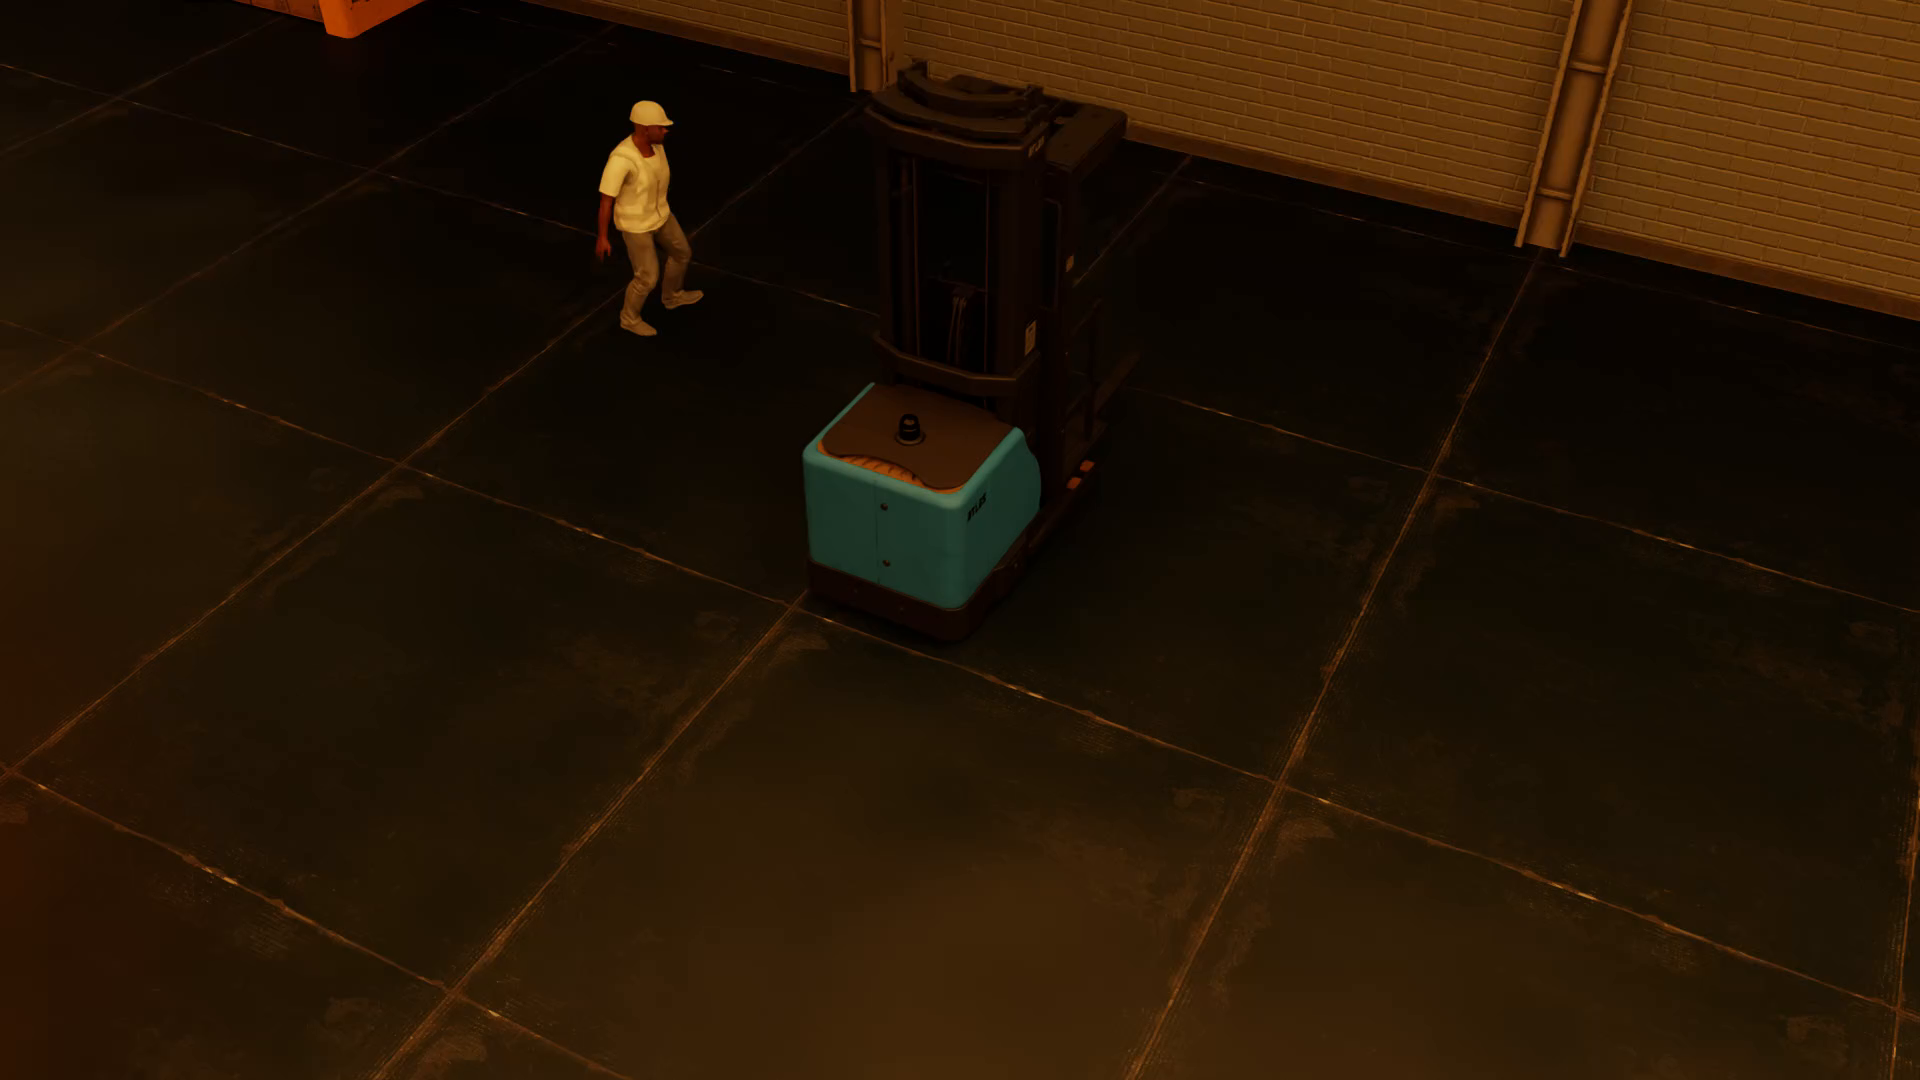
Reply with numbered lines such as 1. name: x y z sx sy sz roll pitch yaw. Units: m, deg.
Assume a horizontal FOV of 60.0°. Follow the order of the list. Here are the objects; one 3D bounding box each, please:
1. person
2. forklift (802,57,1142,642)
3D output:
1. person: -2.194 -2.227 11.596 0.472 1.726 0.899 18 43 20
2. forklift: 0.244 -1.483 9.747 1.130 2.935 3.031 19 44 21
